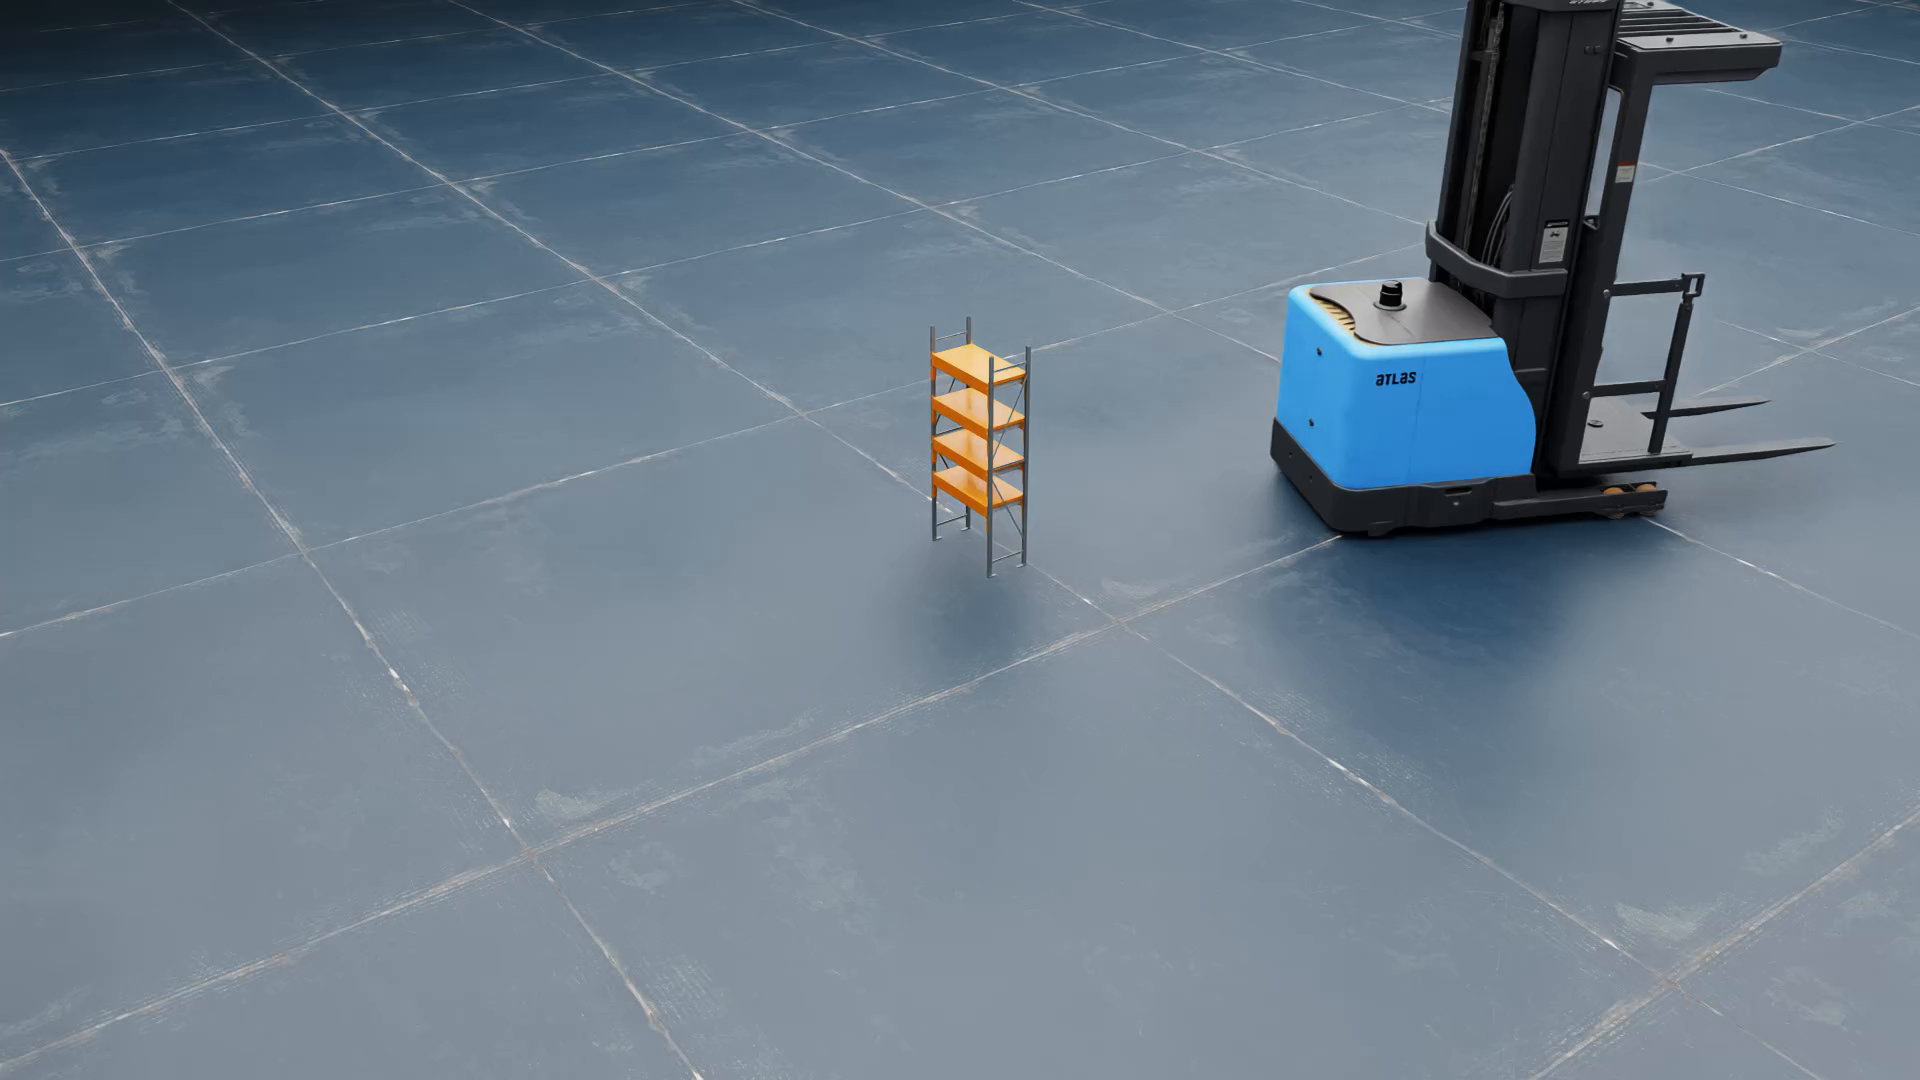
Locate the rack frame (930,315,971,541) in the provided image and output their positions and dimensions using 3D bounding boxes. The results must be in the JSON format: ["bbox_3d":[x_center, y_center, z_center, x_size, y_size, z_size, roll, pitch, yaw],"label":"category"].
[{"bbox_3d":[-0.046,-0.558,8.520,0.240,1.200,0.015,-19,34,-31],"label":"rack frame"}]

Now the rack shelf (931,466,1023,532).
[{"bbox_3d":[0.096,-0.229,8.472,0.258,0.148,0.480,-19,34,-31],"label":"rack shelf"}]

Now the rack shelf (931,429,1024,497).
[{"bbox_3d":[0.096,-0.404,8.377,0.258,0.148,0.480,-19,34,-31],"label":"rack shelf"}]

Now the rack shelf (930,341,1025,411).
[{"bbox_3d":[0.096,-0.808,8.158,0.258,0.148,0.480,-19,34,-31],"label":"rack shelf"}]

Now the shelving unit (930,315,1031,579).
[{"bbox_3d":[0.096,-0.463,8.345,0.258,1.200,0.503,-19,34,-31],"label":"shelving unit"}]

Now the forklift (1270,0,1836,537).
[{"bbox_3d":[3.340,-1.644,8.706,3.031,2.935,1.130,-5,29,-10],"label":"forklift"}]

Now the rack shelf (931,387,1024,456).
[{"bbox_3d":[0.096,-0.600,8.271,0.258,0.148,0.480,-19,34,-31],"label":"rack shelf"}]

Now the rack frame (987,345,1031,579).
[{"bbox_3d":[0.238,-0.368,8.170,0.240,1.200,0.015,-19,34,-31],"label":"rack frame"}]
